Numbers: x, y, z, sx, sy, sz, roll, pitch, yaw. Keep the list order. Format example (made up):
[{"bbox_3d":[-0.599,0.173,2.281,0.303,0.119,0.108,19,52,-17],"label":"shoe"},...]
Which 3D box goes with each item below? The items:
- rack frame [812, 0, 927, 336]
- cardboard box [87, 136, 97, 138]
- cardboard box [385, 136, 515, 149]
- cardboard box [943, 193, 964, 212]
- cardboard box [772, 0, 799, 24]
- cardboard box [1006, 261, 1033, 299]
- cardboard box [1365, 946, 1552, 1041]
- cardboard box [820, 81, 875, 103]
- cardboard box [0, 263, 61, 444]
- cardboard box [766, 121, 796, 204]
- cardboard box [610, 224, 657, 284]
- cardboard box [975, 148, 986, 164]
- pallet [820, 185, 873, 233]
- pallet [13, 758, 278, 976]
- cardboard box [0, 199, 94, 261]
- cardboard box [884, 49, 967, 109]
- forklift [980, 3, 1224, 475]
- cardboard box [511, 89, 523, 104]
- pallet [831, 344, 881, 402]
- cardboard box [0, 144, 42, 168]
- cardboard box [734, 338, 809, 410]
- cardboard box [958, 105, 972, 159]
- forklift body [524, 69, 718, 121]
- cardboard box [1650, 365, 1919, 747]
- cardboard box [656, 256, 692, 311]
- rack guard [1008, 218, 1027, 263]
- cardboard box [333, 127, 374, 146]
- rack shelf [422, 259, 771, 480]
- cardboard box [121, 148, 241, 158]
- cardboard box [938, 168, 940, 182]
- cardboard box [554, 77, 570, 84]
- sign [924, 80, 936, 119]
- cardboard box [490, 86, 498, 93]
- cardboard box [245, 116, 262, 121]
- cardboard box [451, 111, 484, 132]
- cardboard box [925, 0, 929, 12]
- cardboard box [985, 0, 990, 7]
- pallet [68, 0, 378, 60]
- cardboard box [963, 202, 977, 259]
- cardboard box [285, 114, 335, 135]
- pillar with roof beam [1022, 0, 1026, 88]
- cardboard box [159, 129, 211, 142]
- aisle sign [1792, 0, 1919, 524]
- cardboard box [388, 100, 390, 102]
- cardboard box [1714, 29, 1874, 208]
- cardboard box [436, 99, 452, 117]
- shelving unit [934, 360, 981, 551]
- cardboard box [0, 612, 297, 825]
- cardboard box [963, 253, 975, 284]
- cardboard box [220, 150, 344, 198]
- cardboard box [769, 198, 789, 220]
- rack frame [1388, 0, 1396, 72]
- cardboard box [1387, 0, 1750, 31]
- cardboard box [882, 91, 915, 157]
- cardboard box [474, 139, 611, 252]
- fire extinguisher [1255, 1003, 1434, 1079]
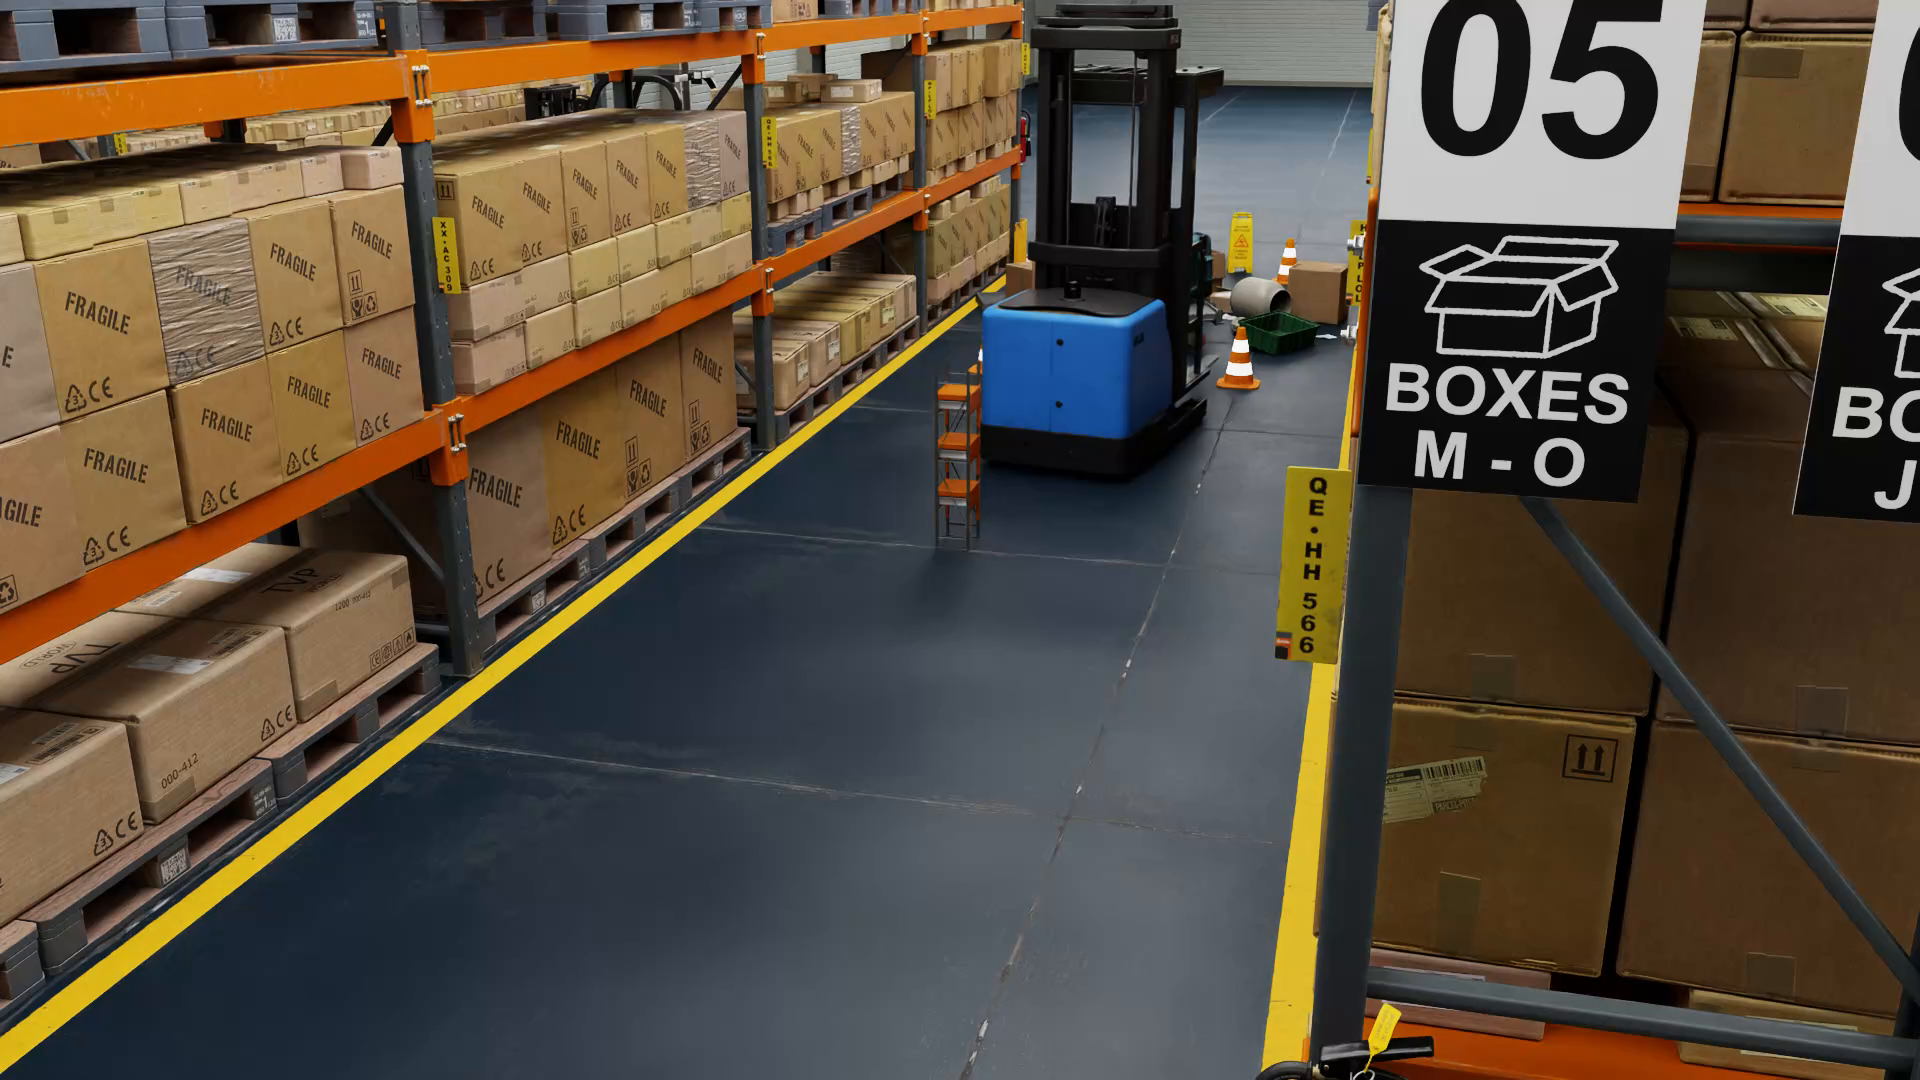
[{"bbox_3d":[-0.799,-3.330,14.796,1.000,3.000,0.127,5,19,13],"label":"rack frame"},{"bbox_3d":[-6.752,-3.030,12.760,0.380,0.149,0.250,5,20,15],"label":"cardboard box"},{"bbox_3d":[-2.626,-1.823,8.682,0.500,0.500,0.500,5,20,15],"label":"cardboard box"},{"bbox_3d":[-0.181,-3.249,15.998,0.380,0.149,0.250,5,20,15],"label":"cardboard box"},{"bbox_3d":[-1.535,-3.839,11.492,0.700,0.500,0.500,5,19,13],"label":"cardboard box"},{"bbox_3d":[0.782,-2.377,15.868,0.500,0.500,0.500,-13,23,-34],"label":"cardboard box"},{"bbox_3d":[0.899,0.785,3.138,0.380,0.149,0.250,5,19,13],"label":"cardboard box"},{"bbox_3d":[-0.893,-3.556,13.191,0.380,0.149,0.250,4,19,11],"label":"cardboard box"},{"bbox_3d":[-3.100,-0.542,4.931,0.500,0.500,0.500,5,19,13],"label":"cardboard box"},{"bbox_3d":[-1.442,-2.586,11.353,0.500,0.500,0.500,4,19,12],"label":"cardboard box"},{"bbox_3d":[-2.002,-1.584,9.143,0.500,0.250,0.500,4,19,12],"label":"cardboard box"},{"bbox_3d":[0.049,-3.924,16.925,0.380,0.149,0.250,4,19,13],"label":"cardboard box"},{"bbox_3d":[-1.333,-2.609,12.982,1.003,0.211,1.213,5,19,13],"label":"pallet"},{"bbox_3d":[-3.312,1.113,6.103,1.003,0.211,1.213,5,19,13],"label":"pallet"},{"bbox_3d":[-2.956,-0.968,5.177,0.380,0.149,0.250,4,19,12],"label":"cardboard box"},{"bbox_3d":[-0.336,-4.270,15.387,0.700,0.500,0.500,5,19,14],"label":"cardboard box"},{"bbox_3d":[1.169,-2.242,11.717,1.130,2.935,3.031,8,20,22],"label":"forklift"},{"bbox_3d":[-4.887,-4.723,17.716,0.380,0.149,0.250,5,19,13],"label":"cardboard box"},{"bbox_3d":[-1.284,-1.383,13.409,1.003,0.211,1.213,5,19,13],"label":"pallet"},{"bbox_3d":[-6.868,-2.564,11.749,0.500,0.500,0.500,6,20,16],"label":"cardboard box"},{"bbox_3d":[-1.629,-1.208,11.998,0.950,0.372,0.625,3,19,10],"label":"cardboard box"},{"bbox_3d":[-0.186,-3.949,15.995,0.500,0.500,0.500,4,19,13],"label":"cardboard box"},{"bbox_3d":[-3.330,-3.834,17.586,2.313,2.155,1.214,5,19,13],"label":"forklift body"},{"bbox_3d":[1.461,0.010,2.857,0.500,0.500,0.500,5,19,13],"label":"cardboard box"},{"bbox_3d":[-1.897,-1.508,9.695,0.500,0.250,0.500,4,19,13],"label":"cardboard box"},{"bbox_3d":[0.159,-3.377,18.801,1.175,0.500,0.348,5,19,13],"label":"rack guard"},{"bbox_3d":[-5.604,-3.550,14.900,0.500,0.250,0.500,4,19,12],"label":"cardboard box"},{"bbox_3d":[-2.265,-1.109,9.406,1.077,0.370,4.000,5,19,13],"label":"rack shelf"},{"bbox_3d":[-3.130,-1.490,6.704,0.380,0.149,0.250,5,19,14],"label":"cardboard box"},{"bbox_3d":[-0.400,-3.368,15.295,0.380,0.149,0.250,5,20,15],"label":"cardboard box"},{"bbox_3d":[-4.587,-5.177,18.584,0.380,0.149,0.250,5,20,15],"label":"cardboard box"},{"bbox_3d":[-0.260,-3.835,14.484,0.100,0.325,0.005,5,19,13],"label":"sign"},{"bbox_3d":[-5.010,-4.702,17.196,0.380,0.149,0.250,5,19,13],"label":"cardboard box"},{"bbox_3d":[-6.270,-3.586,14.389,0.380,0.149,0.250,5,19,13],"label":"cardboard box"},{"bbox_3d":[-5.141,-4.051,16.753,0.500,0.500,0.500,5,19,14],"label":"cardboard box"},{"bbox_3d":[-0.482,-4.710,14.584,0.380,0.149,0.250,4,19,13],"label":"cardboard box"},{"bbox_3d":[0.094,-5.433,16.702,0.380,0.149,0.250,5,19,13],"label":"cardboard box"},{"bbox_3d":[-2.964,-1.944,6.236,1.003,0.211,1.213,5,19,13],"label":"pallet"},{"bbox_3d":[-0.146,-3.077,16.500,0.500,0.500,0.500,6,20,16],"label":"cardboard box"},{"bbox_3d":[-5.698,-3.626,14.503,0.380,0.149,0.250,4,19,12],"label":"cardboard box"},{"bbox_3d":[5.824,-16.729,44.744,9.100,9.000,0.400,5,19,13],"label":"pillar with roof beam"},{"bbox_3d":[-6.074,-3.147,13.103,0.380,0.149,0.250,5,19,14],"label":"cardboard box"},{"bbox_3d":[1.367,-0.393,2.176,0.394,0.787,0.004,5,19,13],"label":"aisle sign"},{"bbox_3d":[-5.757,-4.277,16.411,0.380,0.149,0.250,4,19,12],"label":"cardboard box"},{"bbox_3d":[1.451,-0.679,2.625,0.500,0.250,0.500,5,20,15],"label":"cardboard box"},{"bbox_3d":[-5.219,-4.235,16.289,0.380,0.149,0.250,5,20,15],"label":"cardboard box"},{"bbox_3d":[-0.013,-0.480,9.469,0.215,1.050,0.252,5,19,13],"label":"shelving unit"},{"bbox_3d":[-3.229,0.660,6.428,0.875,0.438,0.875,4,19,12],"label":"cardboard box"},{"bbox_3d":[-0.147,-2.726,16.631,0.500,0.250,0.500,4,19,13],"label":"cardboard box"},{"bbox_3d":[-2.690,-1.454,6.599,0.380,0.149,0.250,5,20,15],"label":"cardboard box"},{"bbox_3d":[-1.415,-2.329,11.605,0.380,0.149,0.250,3,19,10],"label":"cardboard box"},{"bbox_3d":[1.094,-2.048,1.763,1.000,3.000,0.127,5,19,13],"label":"rack frame"},{"bbox_3d":[0.959,-0.959,2.673,0.500,0.250,0.500,4,19,12],"label":"cardboard box"},{"bbox_3d":[-0.690,-3.554,14.187,0.500,0.500,0.500,4,19,12],"label":"cardboard box"},{"bbox_3d":[-2.145,-1.777,8.547,0.500,0.500,0.500,4,19,12],"label":"cardboard box"},{"bbox_3d":[0.584,1.046,2.681,0.296,0.674,0.183,5,19,13],"label":"fire extinguisher"}]
